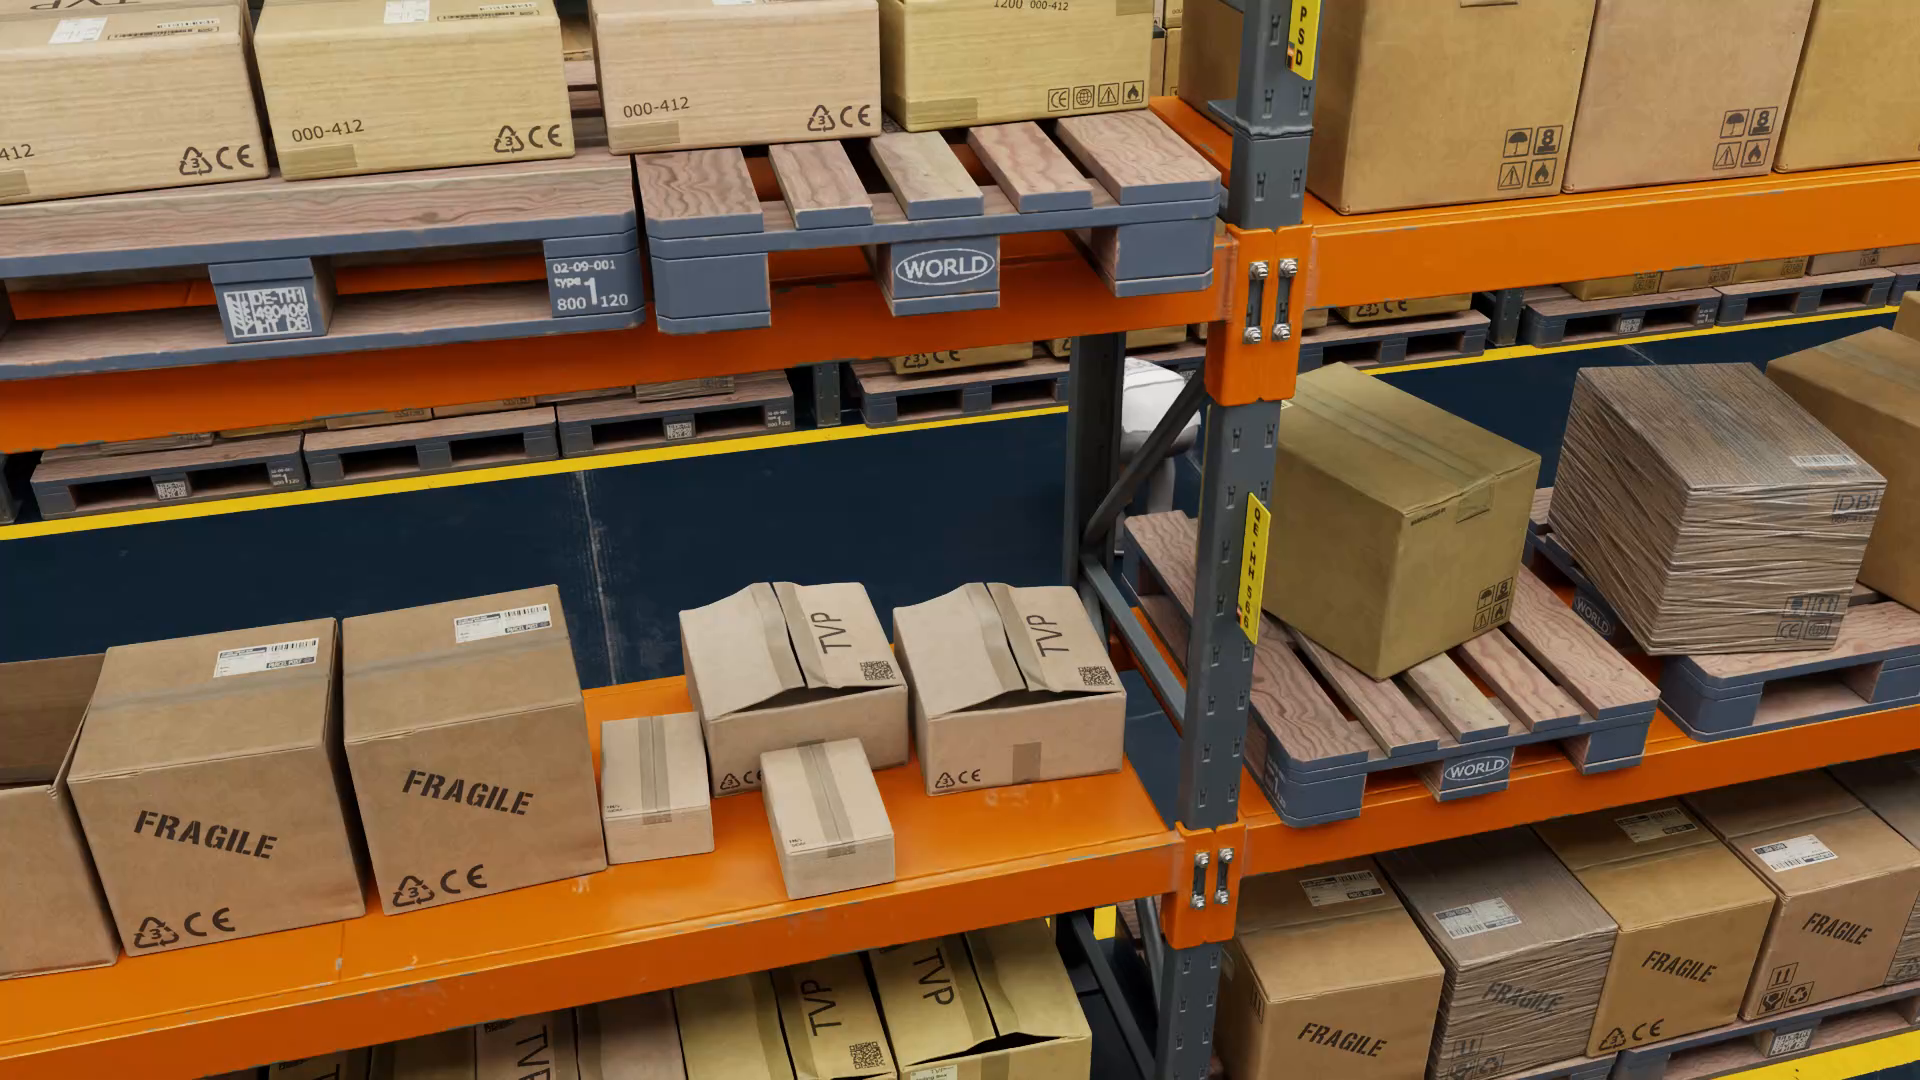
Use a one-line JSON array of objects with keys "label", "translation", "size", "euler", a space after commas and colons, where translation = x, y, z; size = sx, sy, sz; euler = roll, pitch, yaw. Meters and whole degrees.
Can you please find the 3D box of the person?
[{"label": "person", "translation": [0.761, -0.431, 7.624], "size": [0.447, 0.895, 0.905], "euler": [-9, 32, -16]}]
